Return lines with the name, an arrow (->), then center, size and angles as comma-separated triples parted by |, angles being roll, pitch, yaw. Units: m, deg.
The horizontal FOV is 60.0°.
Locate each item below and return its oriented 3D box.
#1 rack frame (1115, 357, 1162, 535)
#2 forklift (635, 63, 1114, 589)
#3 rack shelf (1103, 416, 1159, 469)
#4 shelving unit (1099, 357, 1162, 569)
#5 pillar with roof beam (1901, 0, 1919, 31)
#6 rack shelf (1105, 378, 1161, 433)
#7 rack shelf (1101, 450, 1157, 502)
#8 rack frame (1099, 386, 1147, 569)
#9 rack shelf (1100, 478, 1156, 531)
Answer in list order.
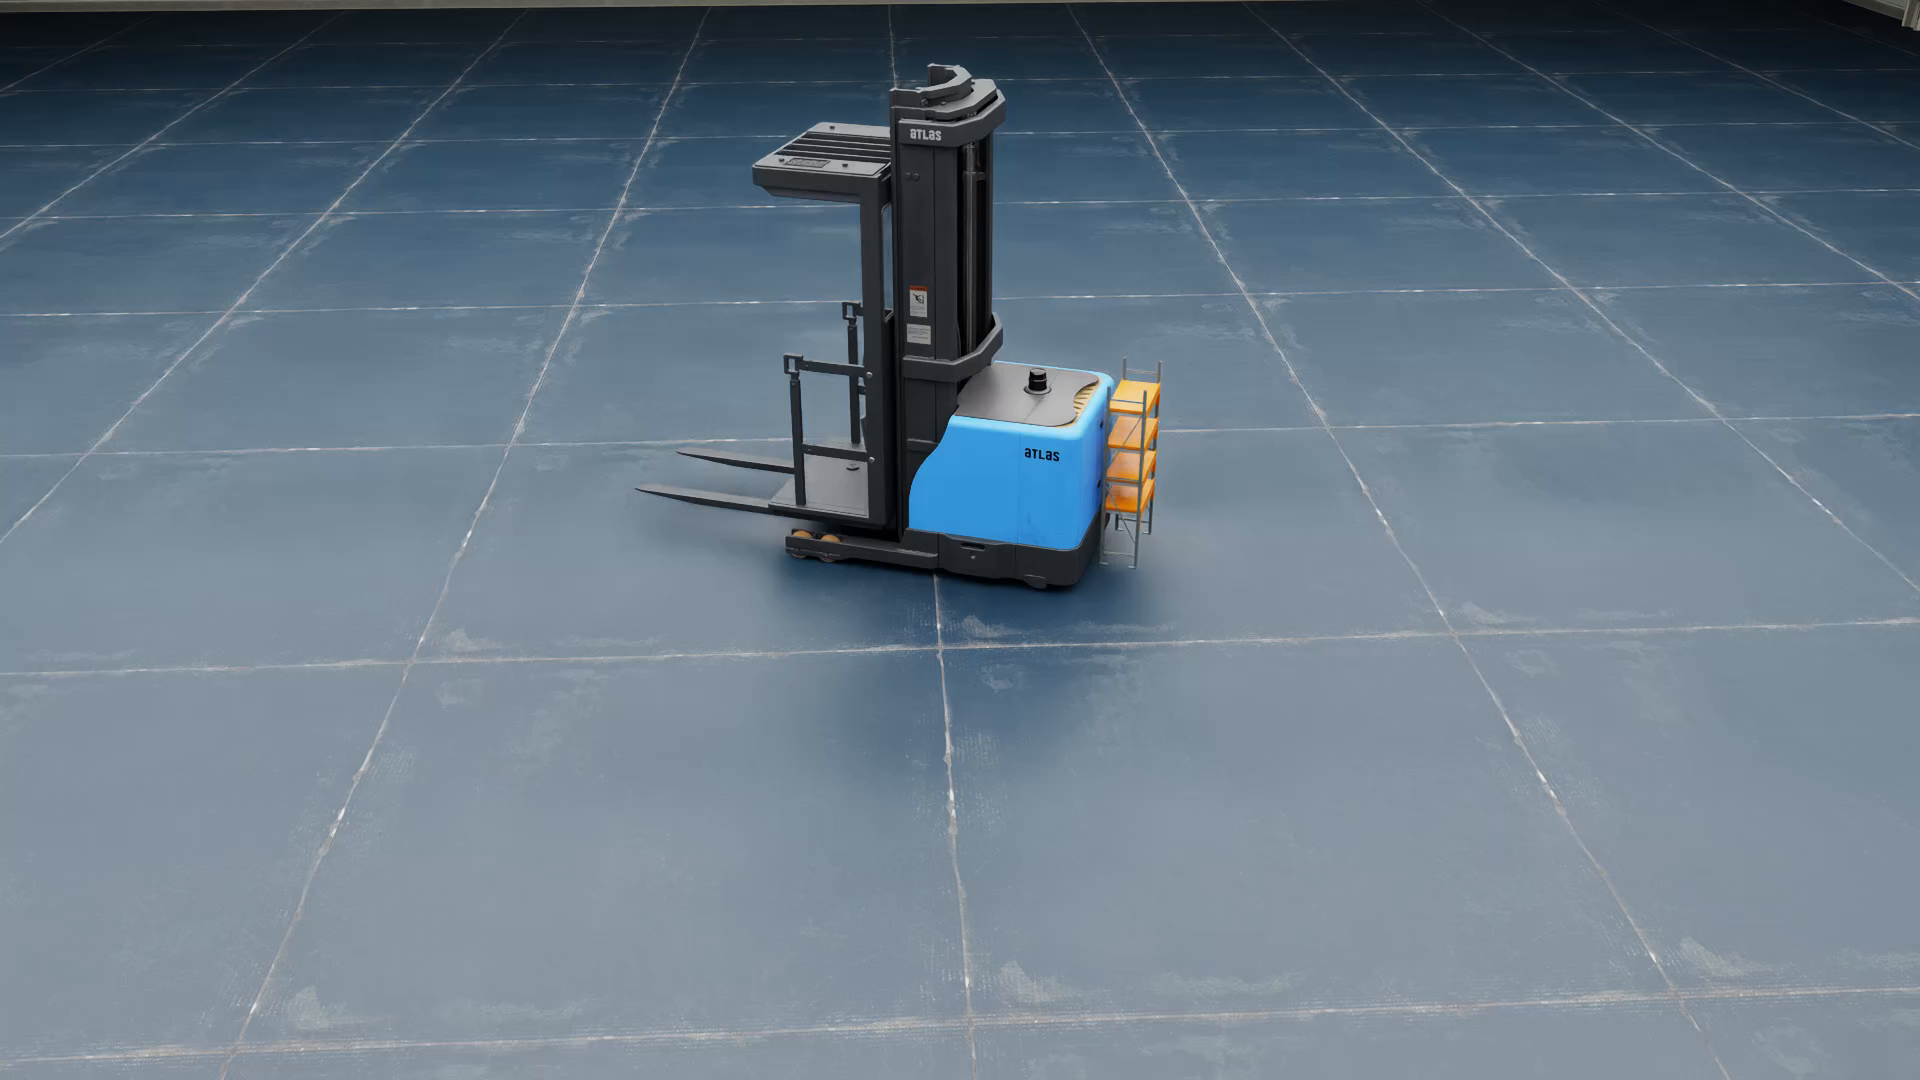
rack frame -> 1.130, -0.586, 10.575 | 0.240, 1.200, 0.015 | 8, 29, 14
forklift -> -0.595, -1.385, 10.235 | 3.031, 2.935, 1.130 | 8, 29, 15
rack shelf -> 1.061, -0.616, 10.295 | 0.258, 0.148, 0.480 | 8, 29, 14
shelving unit -> 1.061, -0.477, 10.368 | 0.258, 1.200, 0.503 | 8, 29, 14
pillar with roof beam -> 10.811, -11.966, 23.962 | 9.100, 9.000, 0.400 | -1, 28, -3
rack shelf -> 1.061, -0.826, 10.186 | 0.258, 0.148, 0.480 | 8, 29, 14
rack shelf -> 1.061, -0.418, 10.399 | 0.258, 0.148, 0.480 | 8, 29, 14
rack frame -> 0.993, -0.369, 10.160 | 0.240, 1.200, 0.015 | 8, 29, 14
rack shelf -> 1.061, -0.242, 10.490 | 0.258, 0.148, 0.480 | 8, 29, 14
